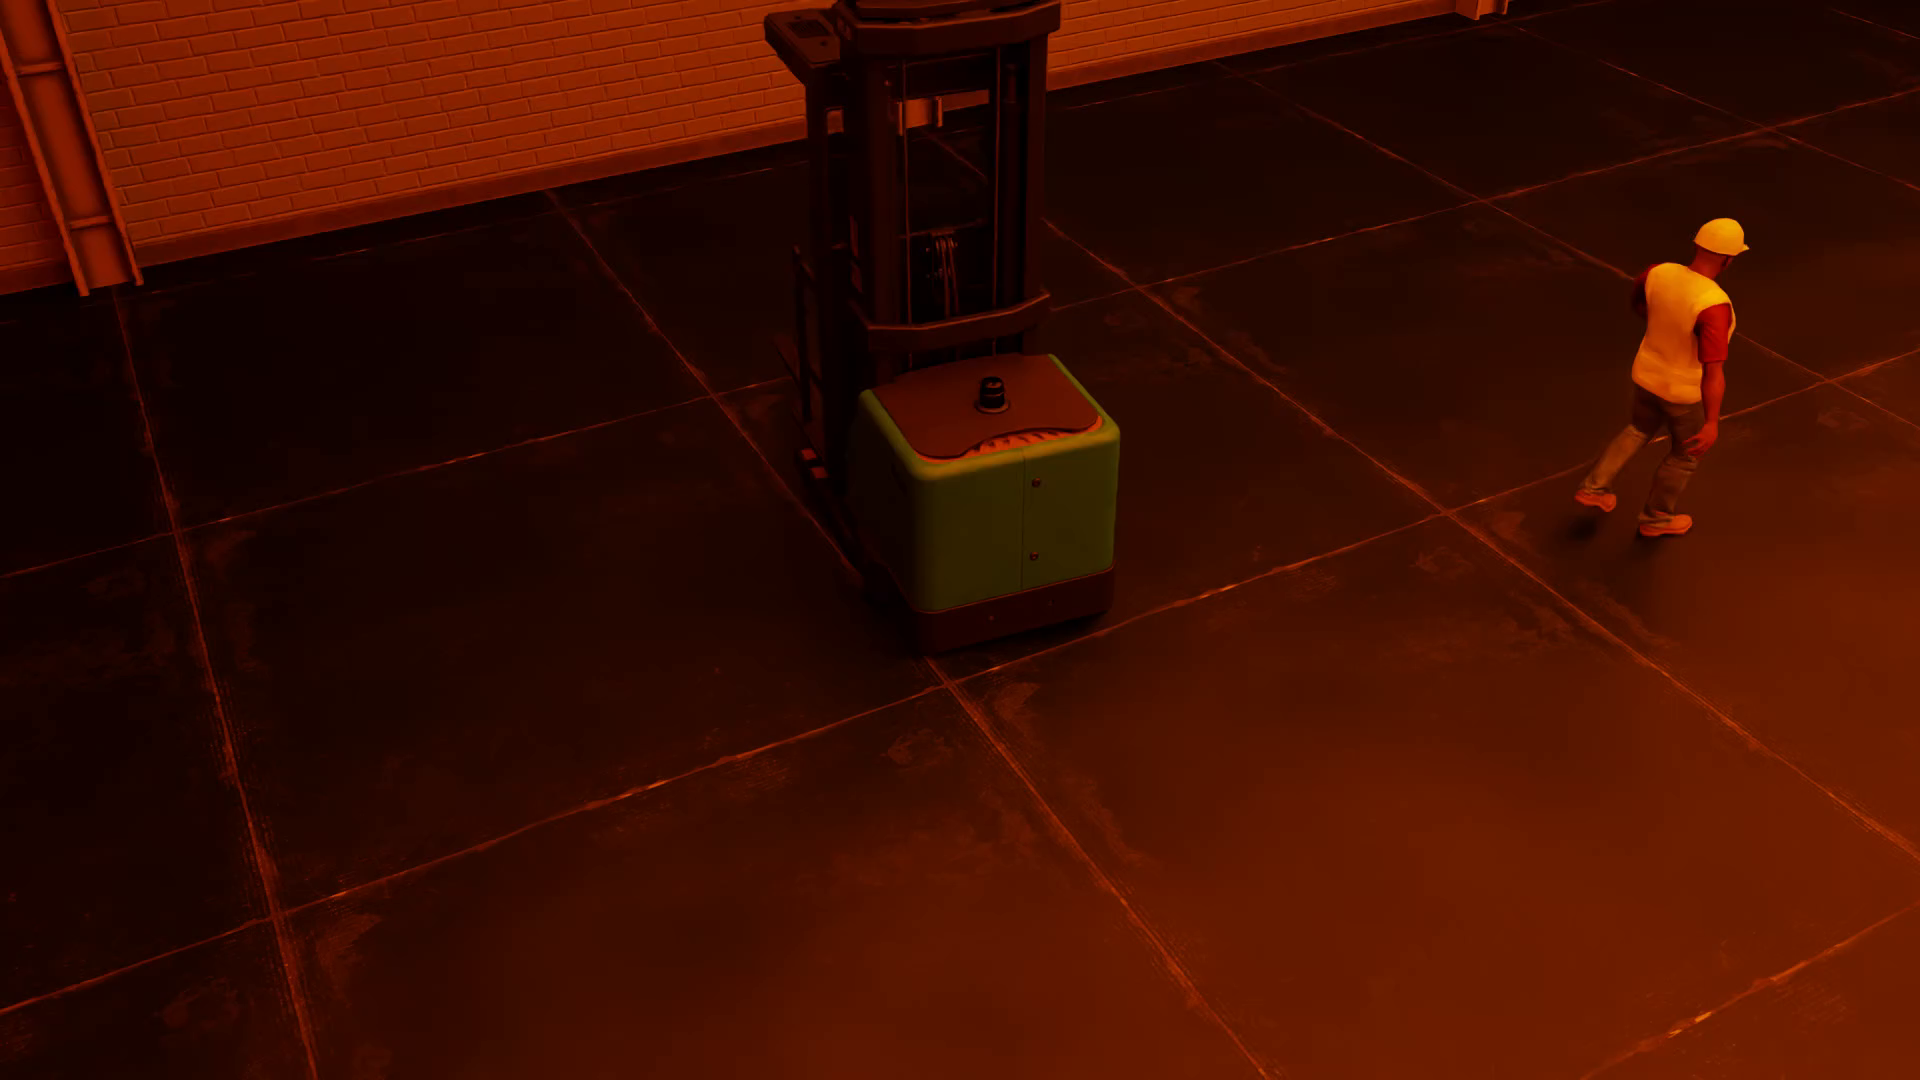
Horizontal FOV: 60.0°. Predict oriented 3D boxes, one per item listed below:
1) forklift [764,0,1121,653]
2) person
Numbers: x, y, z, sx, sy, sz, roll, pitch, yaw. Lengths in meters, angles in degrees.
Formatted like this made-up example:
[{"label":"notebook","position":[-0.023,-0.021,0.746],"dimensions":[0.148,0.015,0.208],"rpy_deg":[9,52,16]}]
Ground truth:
[{"label":"forklift","position":[-0.266,-1.512,8.262],"dimensions":[1.130,2.935,3.031],"rpy_deg":[-13,37,-17]},{"label":"person","position":[3.543,-0.781,8.253],"dimensions":[0.638,1.747,0.867],"rpy_deg":[-15,38,-20]}]
